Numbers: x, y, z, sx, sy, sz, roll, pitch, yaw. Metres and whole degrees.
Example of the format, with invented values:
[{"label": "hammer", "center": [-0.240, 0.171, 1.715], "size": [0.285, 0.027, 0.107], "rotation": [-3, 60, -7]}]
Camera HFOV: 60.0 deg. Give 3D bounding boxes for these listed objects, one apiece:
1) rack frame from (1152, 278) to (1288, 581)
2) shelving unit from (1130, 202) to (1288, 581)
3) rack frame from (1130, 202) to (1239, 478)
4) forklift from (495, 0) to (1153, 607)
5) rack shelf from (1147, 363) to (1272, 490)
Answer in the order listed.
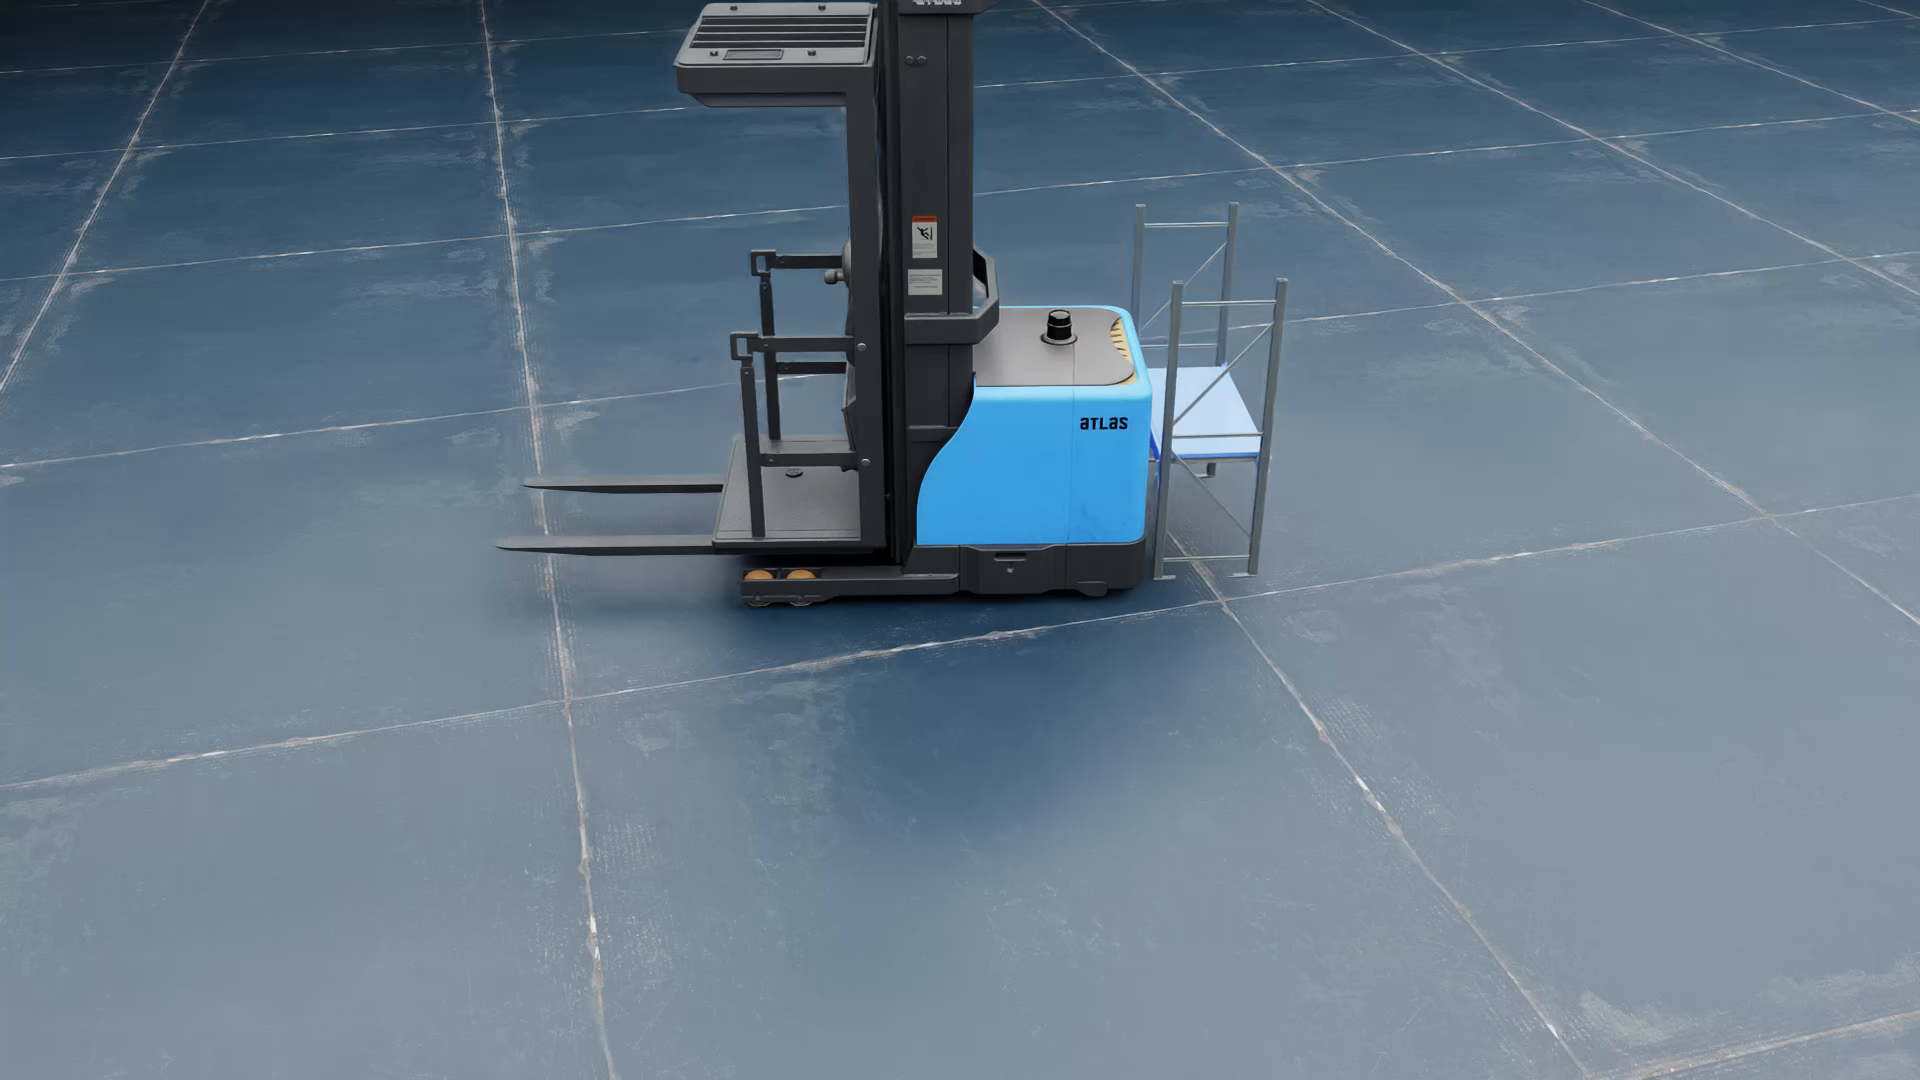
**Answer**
[{"label": "rack frame", "center": [1.169, -0.471, 7.567], "size": [0.500, 1.500, 0.032], "rotation": [-2, 30, -3]}, {"label": "shelving unit", "center": [1.136, -0.725, 8.006], "size": [0.538, 1.500, 1.048], "rotation": [-2, 30, -3]}, {"label": "rack frame", "center": [1.104, -0.979, 8.445], "size": [0.500, 1.500, 0.032], "rotation": [-2, 30, -3]}, {"label": "forklift", "center": [-0.661, -1.228, 7.445], "size": [3.031, 2.935, 1.130], "rotation": [-1, 30, -1]}, {"label": "rack shelf", "center": [1.136, -0.570, 8.096], "size": [0.538, 0.185, 1.000], "rotation": [-2, 30, -3]}]
